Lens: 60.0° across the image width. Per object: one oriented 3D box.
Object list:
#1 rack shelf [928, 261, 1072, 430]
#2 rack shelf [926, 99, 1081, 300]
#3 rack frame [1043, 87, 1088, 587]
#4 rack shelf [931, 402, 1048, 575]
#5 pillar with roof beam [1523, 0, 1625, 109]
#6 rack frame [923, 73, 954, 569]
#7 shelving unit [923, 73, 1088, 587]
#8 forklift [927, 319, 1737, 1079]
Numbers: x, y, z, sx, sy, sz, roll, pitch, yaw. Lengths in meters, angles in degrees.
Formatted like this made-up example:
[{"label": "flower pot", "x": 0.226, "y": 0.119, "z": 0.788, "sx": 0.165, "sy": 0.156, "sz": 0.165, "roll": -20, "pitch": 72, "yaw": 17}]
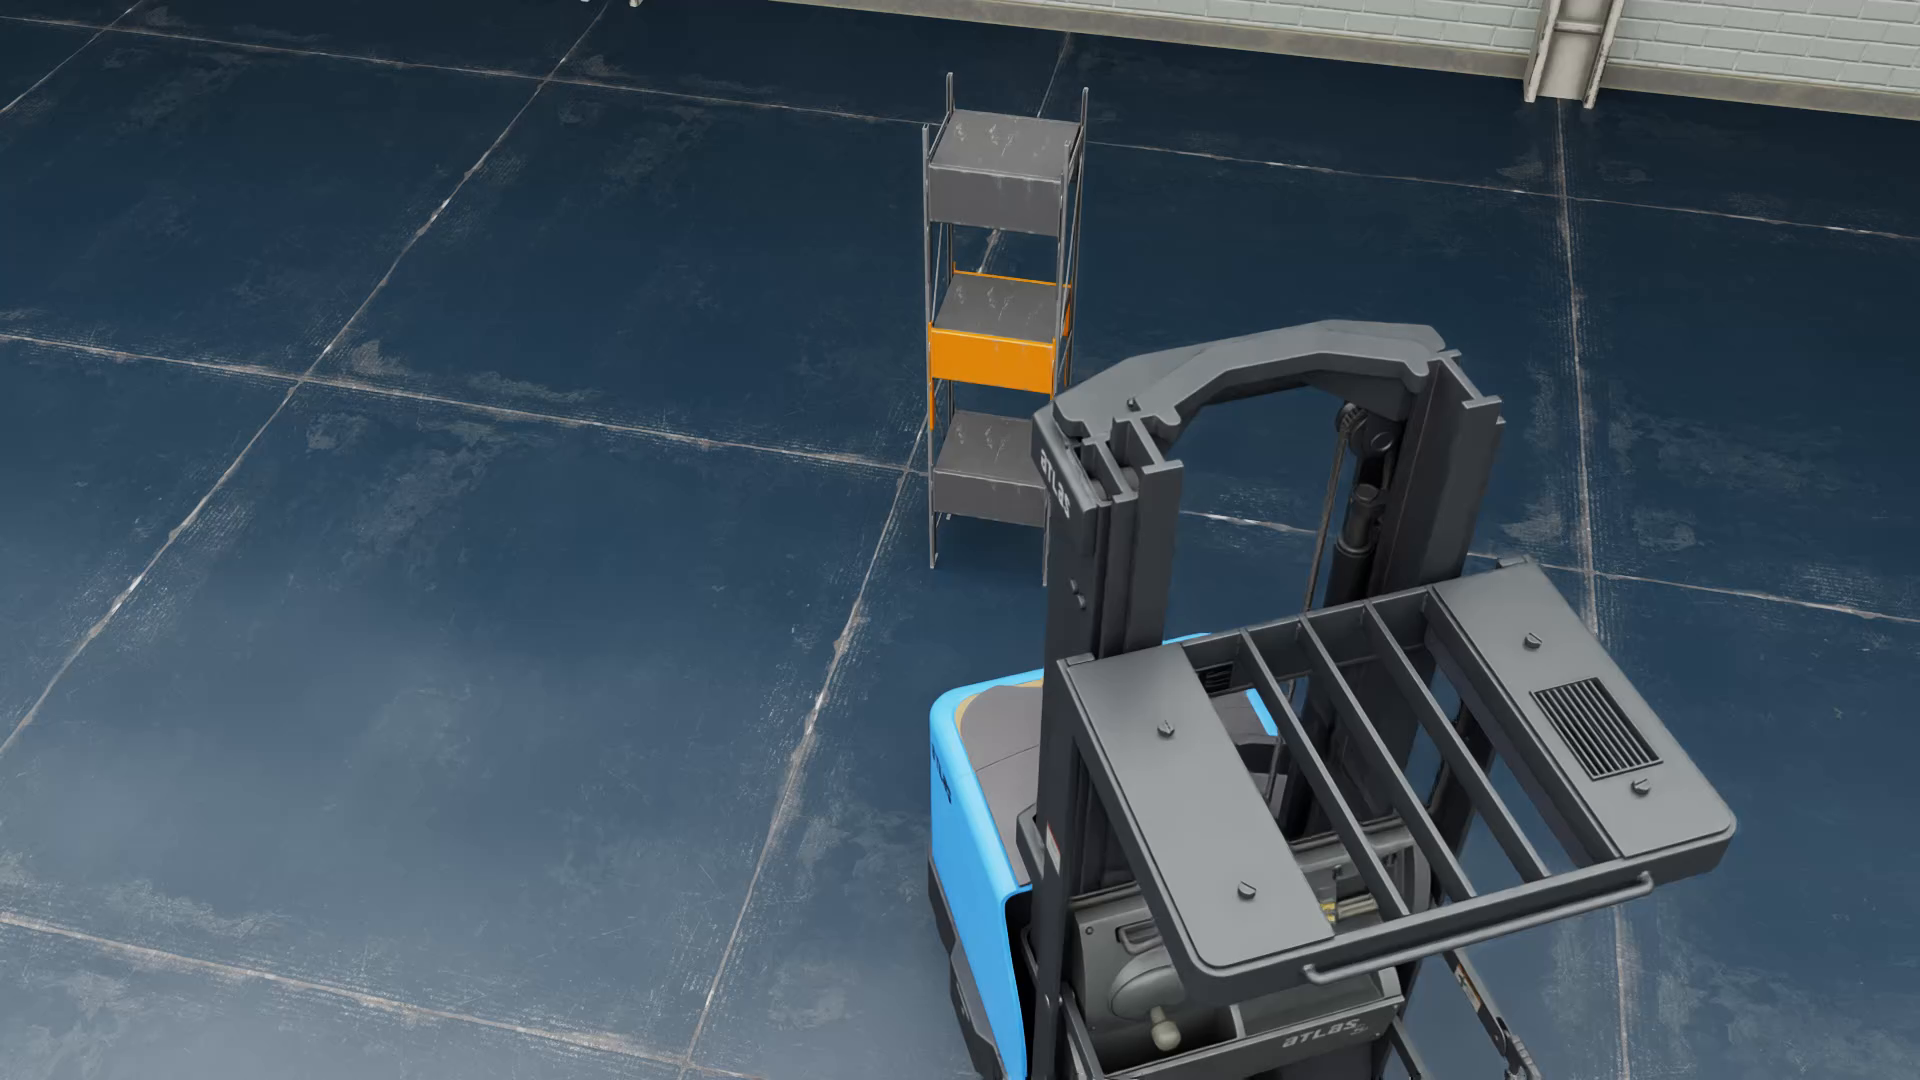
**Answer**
[{"label": "rack shelf", "x": 0.162, "y": -0.722, "z": 6.465, "sx": 0.480, "sy": 0.518, "sz": 0.431, "roll": 9, "pitch": 45, "yaw": 9}, {"label": "rack shelf", "x": 0.162, "y": -1.226, "z": 5.980, "sx": 0.480, "sy": 0.518, "sz": 0.431, "roll": 9, "pitch": 45, "yaw": 9}, {"label": "rack frame", "x": 0.400, "y": -0.694, "z": 6.417, "sx": 0.015, "sy": 2.100, "sz": 0.400, "roll": 9, "pitch": 45, "yaw": 9}, {"label": "rack shelf", "x": 0.162, "y": -0.217, "z": 6.951, "sx": 0.480, "sy": 0.518, "sz": 0.431, "roll": 9, "pitch": 45, "yaw": 9}, {"label": "pillar with roof beam", "x": 2.659, "y": -3.023, "z": 3.862, "sx": 0.400, "sy": 9.000, "sz": 9.100, "roll": 9, "pitch": 45, "yaw": 9}, {"label": "rack frame", "x": -0.077, "y": -0.768, "z": 6.494, "sx": 0.015, "sy": 2.100, "sz": 0.400, "roll": 9, "pitch": 45, "yaw": 9}, {"label": "shelving unit", "x": 0.162, "y": -0.731, "z": 6.456, "sx": 0.503, "sy": 2.100, "sz": 0.431, "roll": 9, "pitch": 45, "yaw": 9}, {"label": "forklift", "x": 0.801, "y": 1.078, "z": 3.976, "sx": 1.130, "sy": 2.935, "sz": 3.031, "roll": -12, "pitch": 45, "yaw": -12}]
